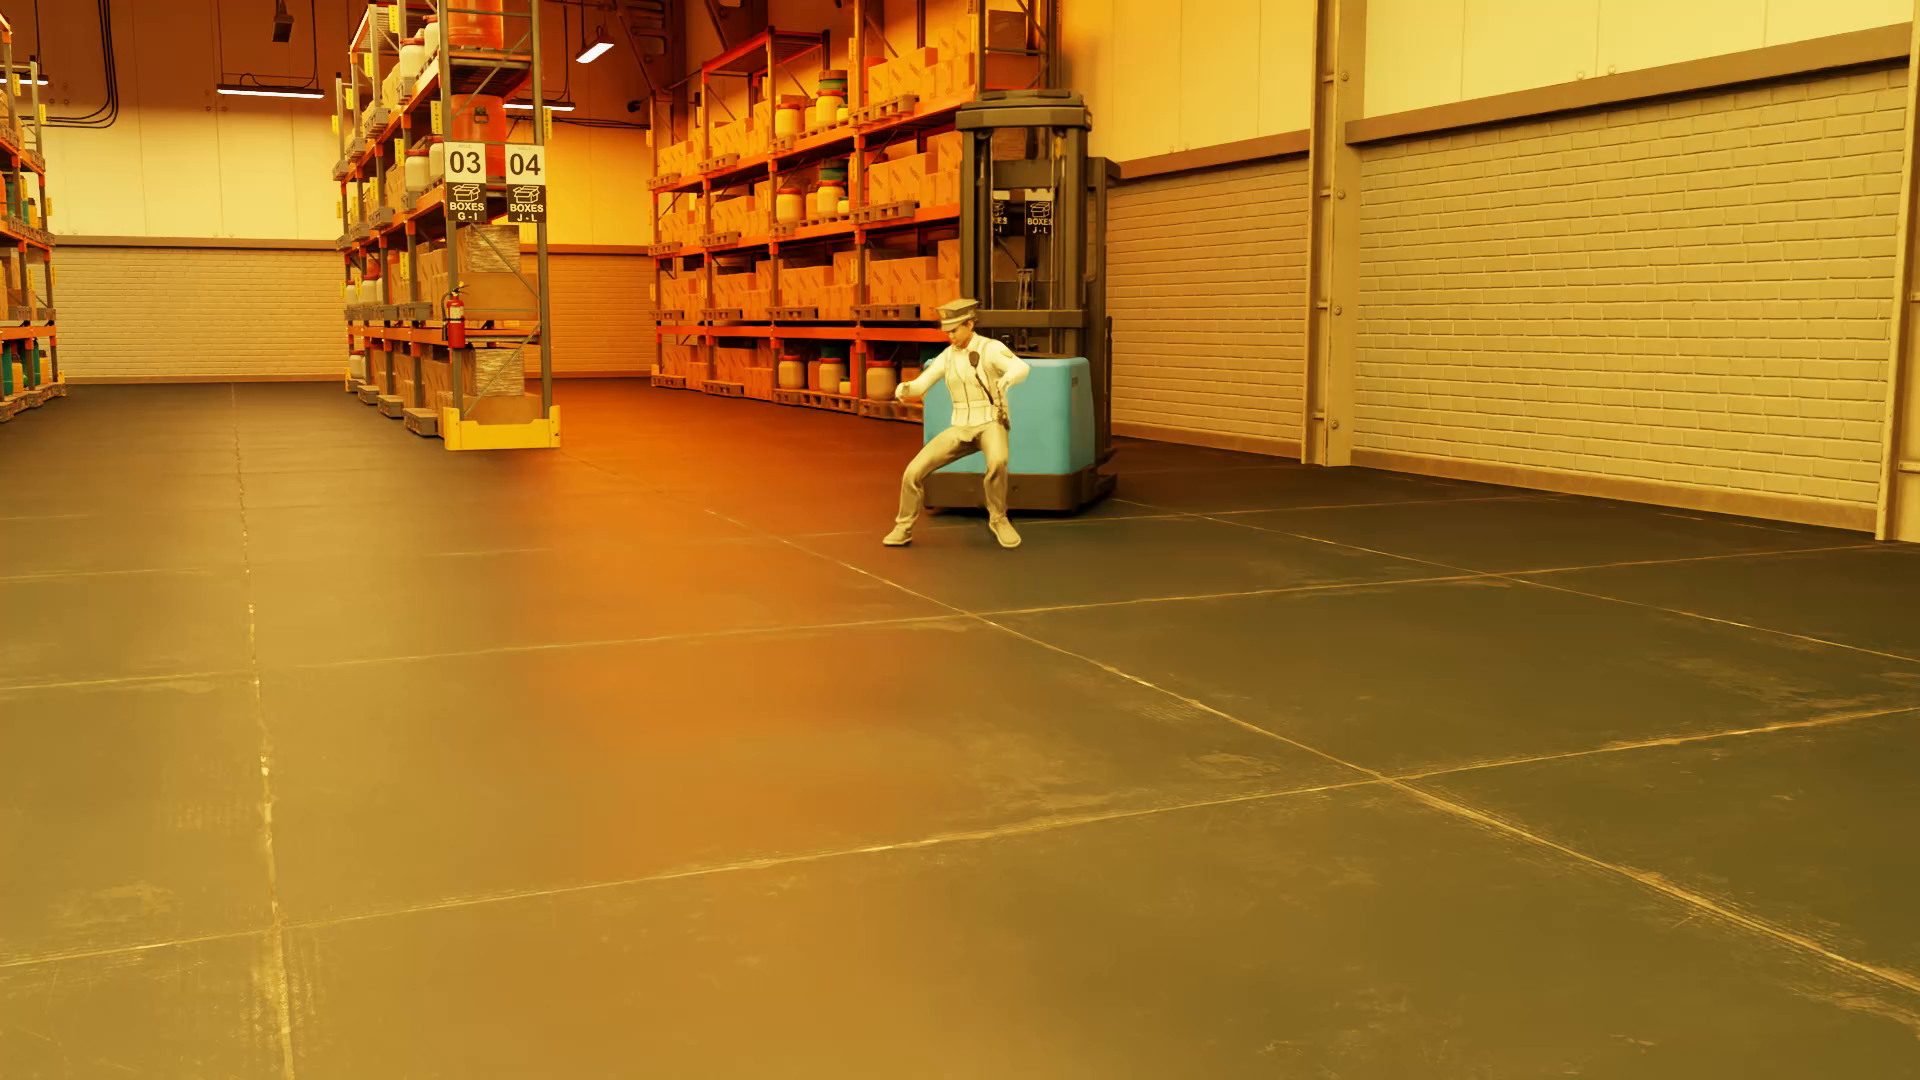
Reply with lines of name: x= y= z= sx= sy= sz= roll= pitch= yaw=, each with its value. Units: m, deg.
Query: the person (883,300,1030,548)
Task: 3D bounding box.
person: x=-0.011 y=-0.670 z=9.690 sx=0.934 sy=1.449 sz=0.716 roll=5 pitch=9 yaw=35

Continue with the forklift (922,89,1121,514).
forklift: x=0.592 y=-1.785 z=12.480 sx=1.130 sy=2.935 sz=3.031 roll=2 pitch=8 yaw=14
